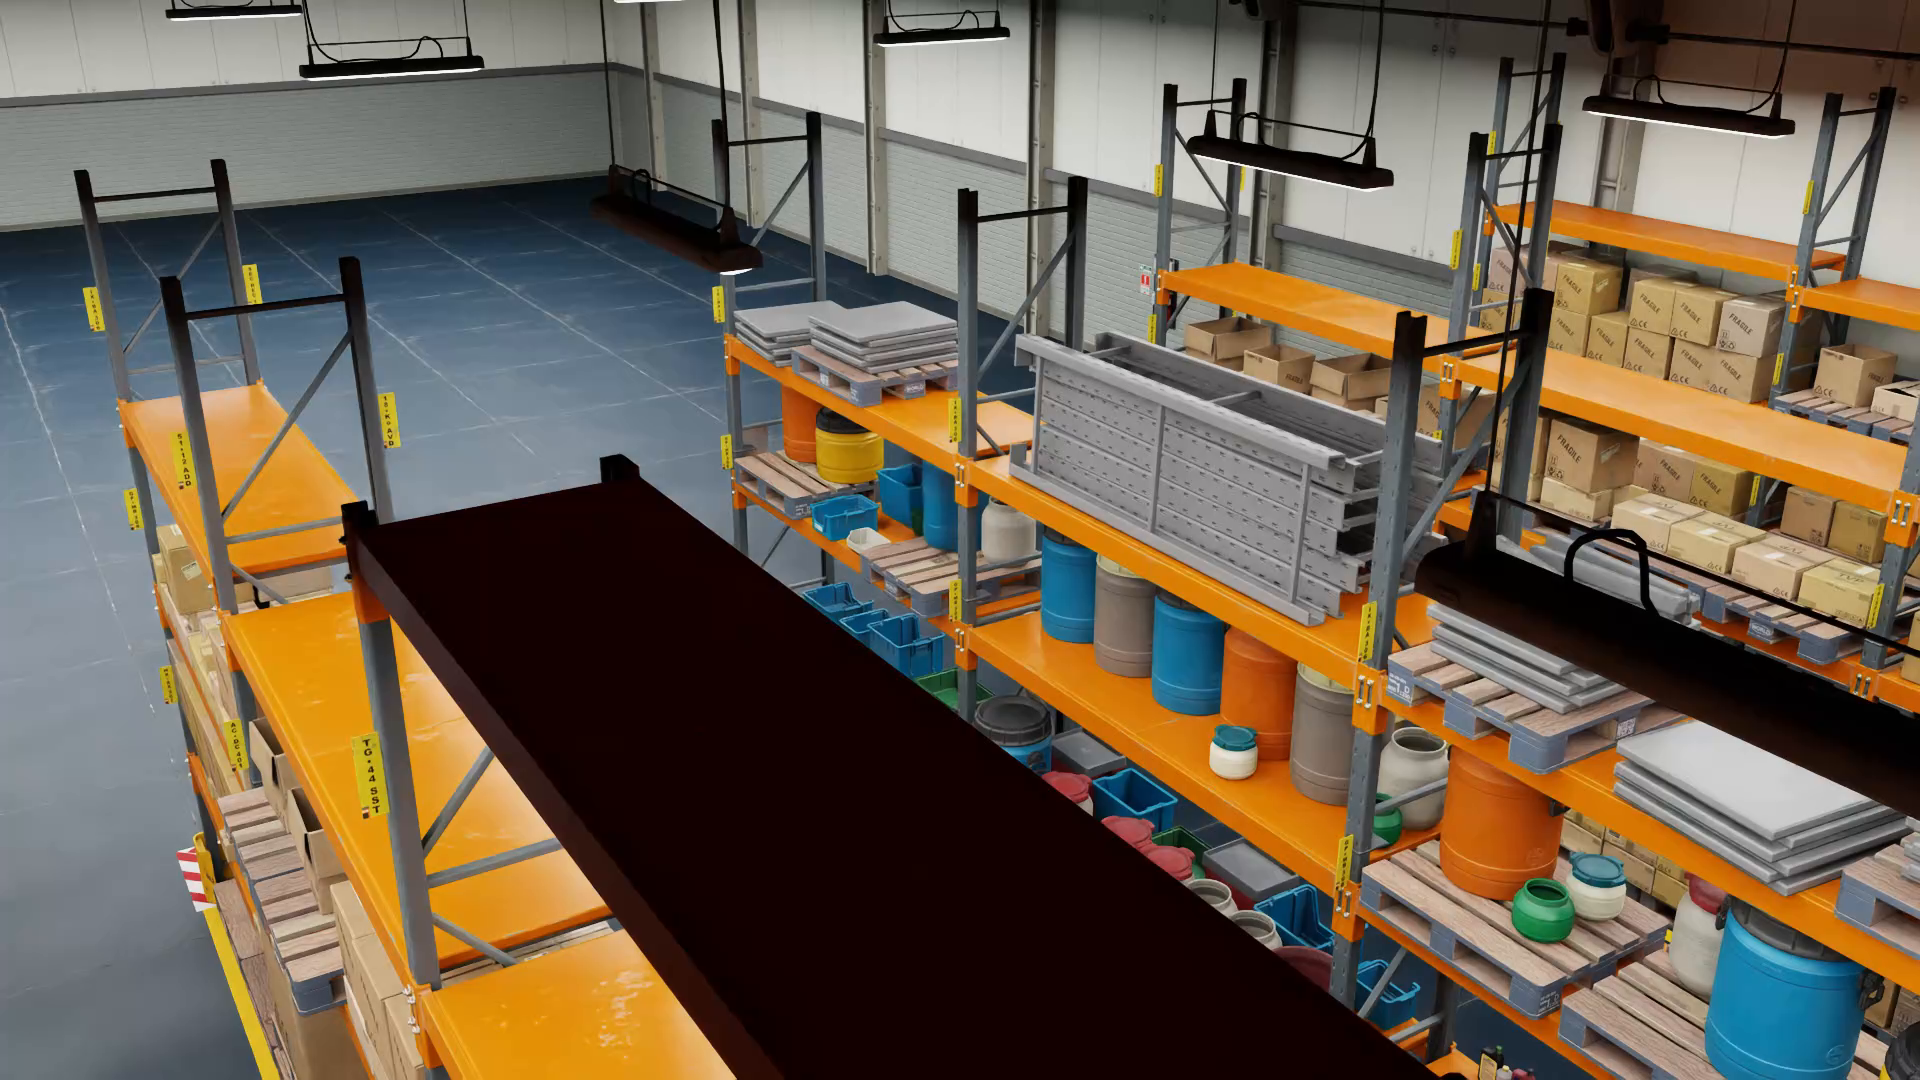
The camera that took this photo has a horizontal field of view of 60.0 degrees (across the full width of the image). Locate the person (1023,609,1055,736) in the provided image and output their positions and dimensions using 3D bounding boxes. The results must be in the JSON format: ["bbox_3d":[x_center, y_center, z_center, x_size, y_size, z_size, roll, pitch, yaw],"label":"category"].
[{"bbox_3d":[0.677,1.197,16.165,0.469,1.623,0.970,-20,29,-41],"label":"person"}]
